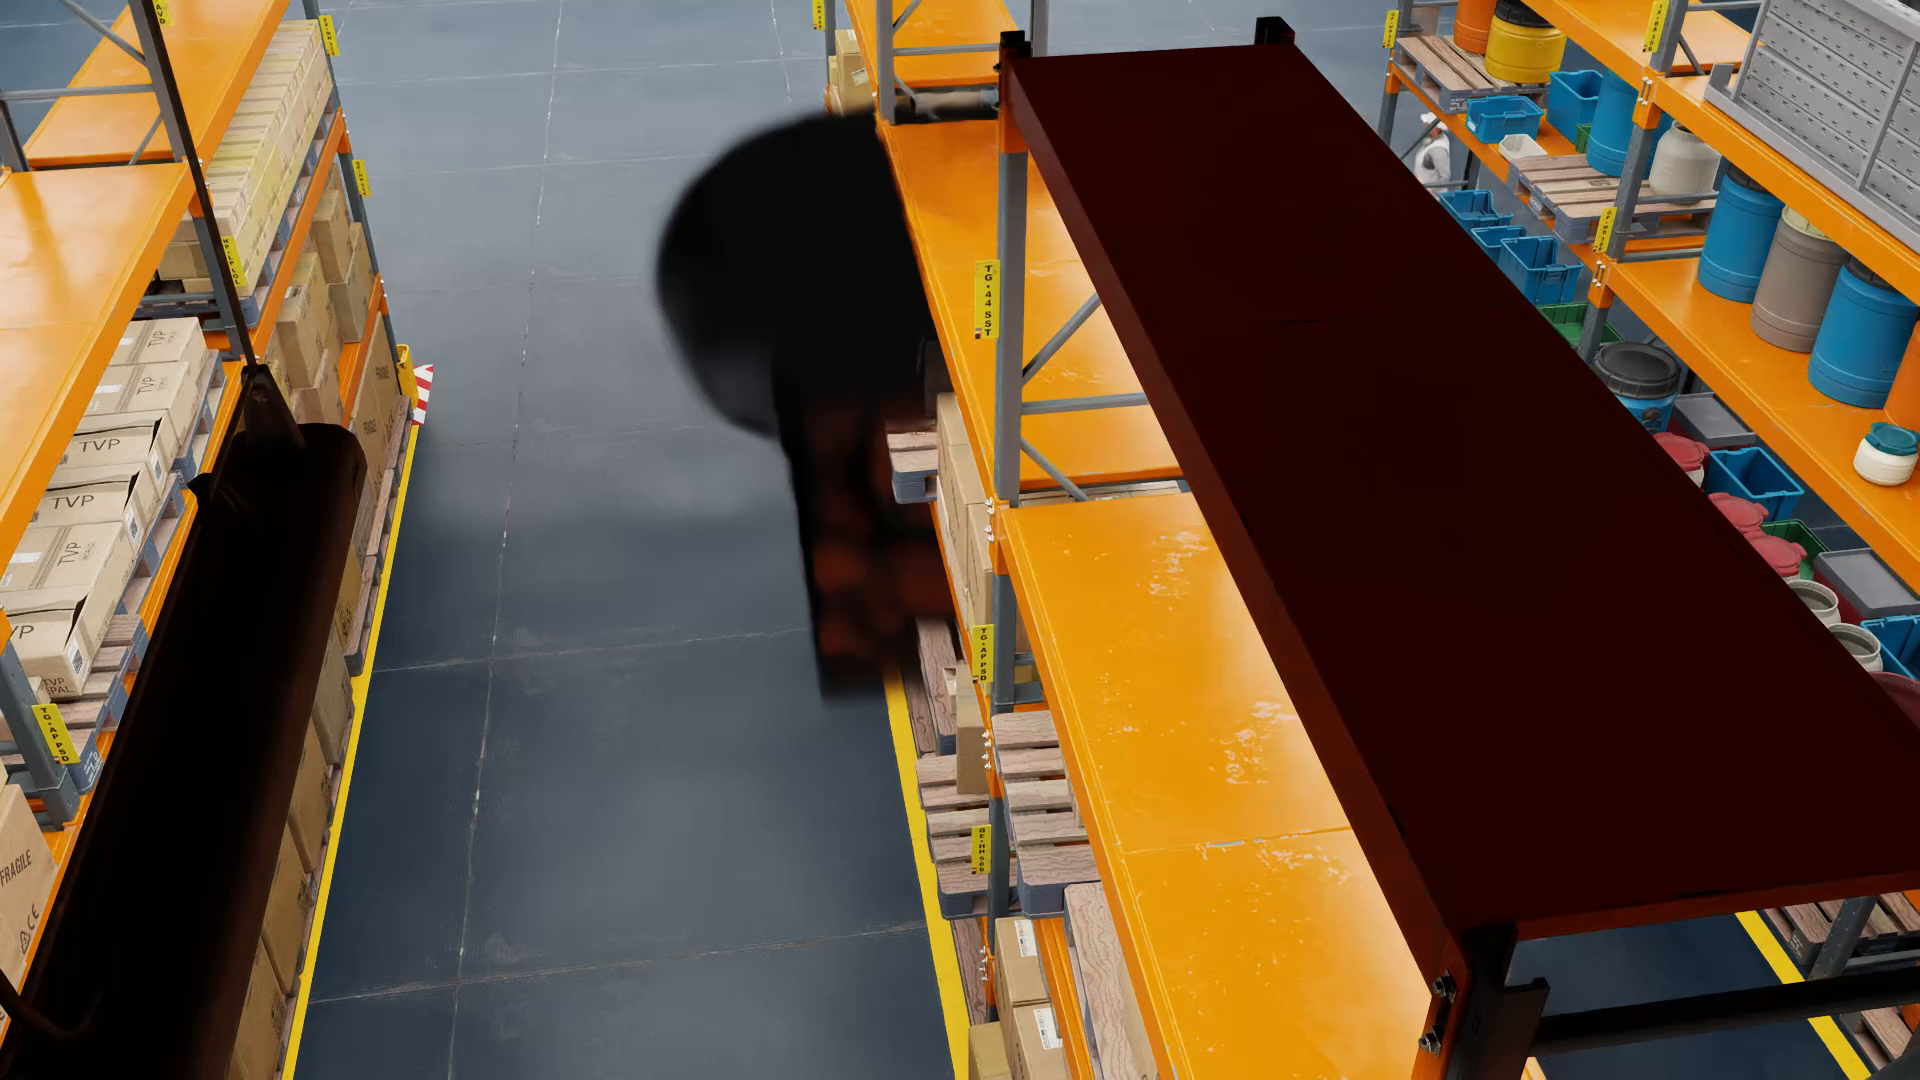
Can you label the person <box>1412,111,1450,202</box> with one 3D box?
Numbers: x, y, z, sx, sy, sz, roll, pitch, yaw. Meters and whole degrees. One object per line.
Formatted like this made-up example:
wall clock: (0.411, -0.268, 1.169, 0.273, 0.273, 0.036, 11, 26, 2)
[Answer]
person: (4.692, -3.520, 16.796, 0.612, 1.720, 0.647, 9, 37, 13)
